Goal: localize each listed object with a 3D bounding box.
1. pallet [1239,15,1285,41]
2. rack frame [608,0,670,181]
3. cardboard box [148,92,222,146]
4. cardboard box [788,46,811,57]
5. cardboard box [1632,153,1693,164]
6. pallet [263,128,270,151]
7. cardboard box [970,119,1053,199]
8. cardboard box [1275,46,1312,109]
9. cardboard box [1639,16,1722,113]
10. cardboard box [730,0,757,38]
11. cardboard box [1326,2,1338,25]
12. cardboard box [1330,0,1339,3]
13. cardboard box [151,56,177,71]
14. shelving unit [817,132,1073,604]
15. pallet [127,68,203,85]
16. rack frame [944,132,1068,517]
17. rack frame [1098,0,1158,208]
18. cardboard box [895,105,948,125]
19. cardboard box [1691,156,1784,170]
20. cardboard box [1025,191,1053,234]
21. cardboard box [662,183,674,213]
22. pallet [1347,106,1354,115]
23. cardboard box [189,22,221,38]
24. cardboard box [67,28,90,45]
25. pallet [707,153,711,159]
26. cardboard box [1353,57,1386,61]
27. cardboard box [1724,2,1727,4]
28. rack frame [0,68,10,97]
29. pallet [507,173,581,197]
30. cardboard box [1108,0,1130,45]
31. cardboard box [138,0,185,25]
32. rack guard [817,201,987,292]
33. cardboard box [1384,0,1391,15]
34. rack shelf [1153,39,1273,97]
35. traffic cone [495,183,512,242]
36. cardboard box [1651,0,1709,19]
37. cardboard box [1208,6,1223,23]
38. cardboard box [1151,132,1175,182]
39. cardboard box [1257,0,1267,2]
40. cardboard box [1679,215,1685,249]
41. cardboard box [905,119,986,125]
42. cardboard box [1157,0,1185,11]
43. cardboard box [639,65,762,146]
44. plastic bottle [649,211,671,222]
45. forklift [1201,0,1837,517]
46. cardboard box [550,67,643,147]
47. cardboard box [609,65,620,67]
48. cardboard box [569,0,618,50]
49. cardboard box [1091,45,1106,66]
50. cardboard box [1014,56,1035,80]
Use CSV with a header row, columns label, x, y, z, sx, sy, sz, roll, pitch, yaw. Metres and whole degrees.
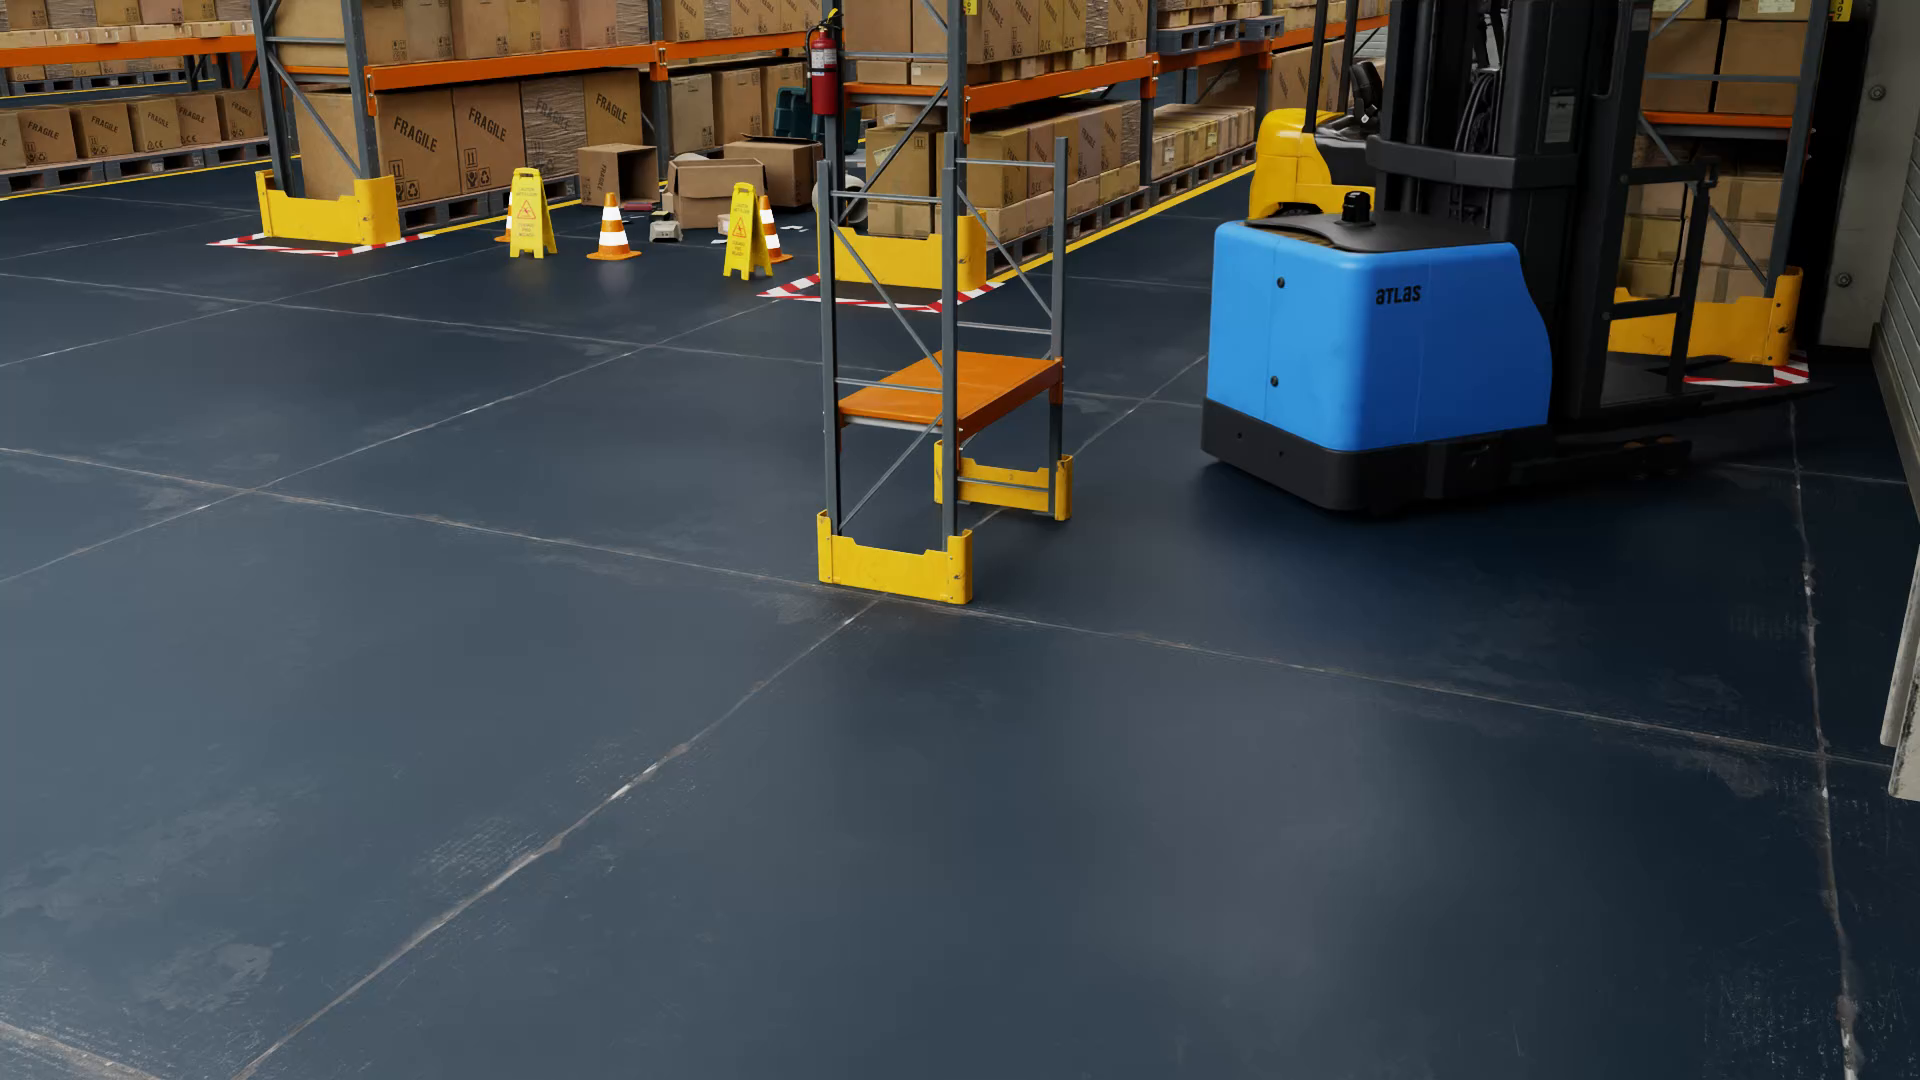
label,x,y,z,sx,sy,sz,roll,pitch,yaw
pallet,2.647,-5.305,17.197,1.213,0.211,1.003,9,21,23
rack frame,-3.354,-5.054,16.203,1.000,3.000,0.127,9,21,23
cardboard box,-8.265,-4.492,17.728,0.500,0.500,0.500,17,26,40
cardboard box,-3.112,-8.424,28.223,0.875,0.875,0.875,9,21,23
cardboard box,4.204,-2.217,10.210,0.500,0.250,0.500,9,21,24
pallet,-7.520,-4.690,19.340,1.003,0.211,1.213,9,21,23
cardboard box,0.368,-2.815,12.265,0.500,0.500,0.500,8,21,21
cardboard box,3.569,-5.297,19.430,0.875,0.875,0.875,9,21,23
cardboard box,4.058,-2.736,9.537,0.500,0.500,0.500,8,21,21
cardboard box,-2.480,-5.532,17.397,0.500,0.500,0.500,8,21,22
cardboard box,4.316,-6.453,20.361,0.500,0.250,0.500,8,21,22
cardboard box,4.323,-6.694,20.293,0.500,0.250,0.500,9,22,24
cardboard box,-13.748,-8.261,28.294,0.500,0.500,0.500,9,21,23
shelving unit,-0.031,-0.683,6.152,0.587,1.500,1.083,9,21,23
pallet,-13.896,-8.003,28.659,1.003,0.211,1.213,9,21,23
rack frame,0.173,-0.836,6.581,0.500,1.500,0.032,9,21,23
rack frame,1.204,-4.405,14.380,1.000,3.000,0.127,9,21,23
cardboard box,-0.255,-3.146,12.228,0.380,0.149,0.250,9,22,24
cardboard box,4.667,-2.150,10.023,0.500,0.250,0.500,9,21,23
cardboard box,0.364,-2.449,12.354,0.500,0.250,0.500,9,22,25
cardboard box,-2.377,-2.987,14.473,0.396,0.266,0.258,13,23,32
pallet,4.863,-5.759,22.347,1.003,0.211,1.213,9,21,23
cardboard box,-7.926,-5.306,17.286,0.380,0.149,0.250,9,21,23
cardboard box,-8.635,-4.862,16.037,0.380,0.149,0.250,9,21,23
pallet,-2.608,-4.360,18.415,1.003,0.211,1.213,9,21,23
cardboard box,5.939,-6.849,24.448,0.875,0.438,0.875,8,21,21
cardboard box,5.314,-3.673,12.170,0.500,0.500,0.500,8,21,21
rack frame,-15.235,-8.348,25.467,1.000,3.000,0.127,9,21,23
pallet,-3.736,-3.518,16.047,1.003,0.211,1.213,9,21,23
cardboard box,1.044,-4.264,13.390,0.500,0.500,0.500,9,22,25
cardboard box,-8.428,-5.509,16.889,0.875,0.500,0.500,9,21,23
rack guard,-0.403,-2.028,11.426,1.175,0.500,0.348,9,21,23
cardboard box,5.741,-7.627,23.290,0.500,0.500,0.500,9,22,24
rack shelf,2.023,-4.678,16.219,1.077,0.370,4.000,9,21,23
traffic cone,-3.479,-2.603,13.098,0.336,0.463,0.334,9,21,23
cardboard box,3.982,-3.000,9.310,0.380,0.149,0.250,9,21,23
cardboard box,2.277,-5.005,15.814,0.380,0.149,0.250,9,22,25
cardboard box,1.416,-3.526,15.202,0.950,0.372,0.625,9,21,23
cardboard box,2.909,-5.836,17.183,0.500,0.500,0.500,8,21,21
cardboard box,4.225,-1.984,10.302,0.500,0.250,0.500,8,21,22
cardboard box,-0.133,-2.879,12.445,0.500,0.500,0.500,9,22,25
cardboard box,1.657,-4.895,14.535,0.500,0.500,0.500,9,22,24
cardboard box,-2.783,-4.688,17.905,1.050,0.750,0.750,9,21,23
plastic bottle,-2.542,-2.752,14.115,0.133,0.061,0.283,1,20,4
forklift,2.630,-1.788,7.122,3.031,2.935,1.130,-9,21,-23
cardboard box,-3.675,-4.068,15.975,0.875,0.875,0.875,9,21,24
cardboard box,-5.526,-6.664,23.276,1.225,0.875,0.875,9,21,23
cardboard box,-3.698,-4.839,15.374,0.875,0.550,0.550,9,21,23
cardboard box,0.937,-3.836,13.153,0.380,0.149,0.250,8,21,22
cardboard box,0.313,-3.360,11.815,0.380,0.149,0.250,9,21,24
